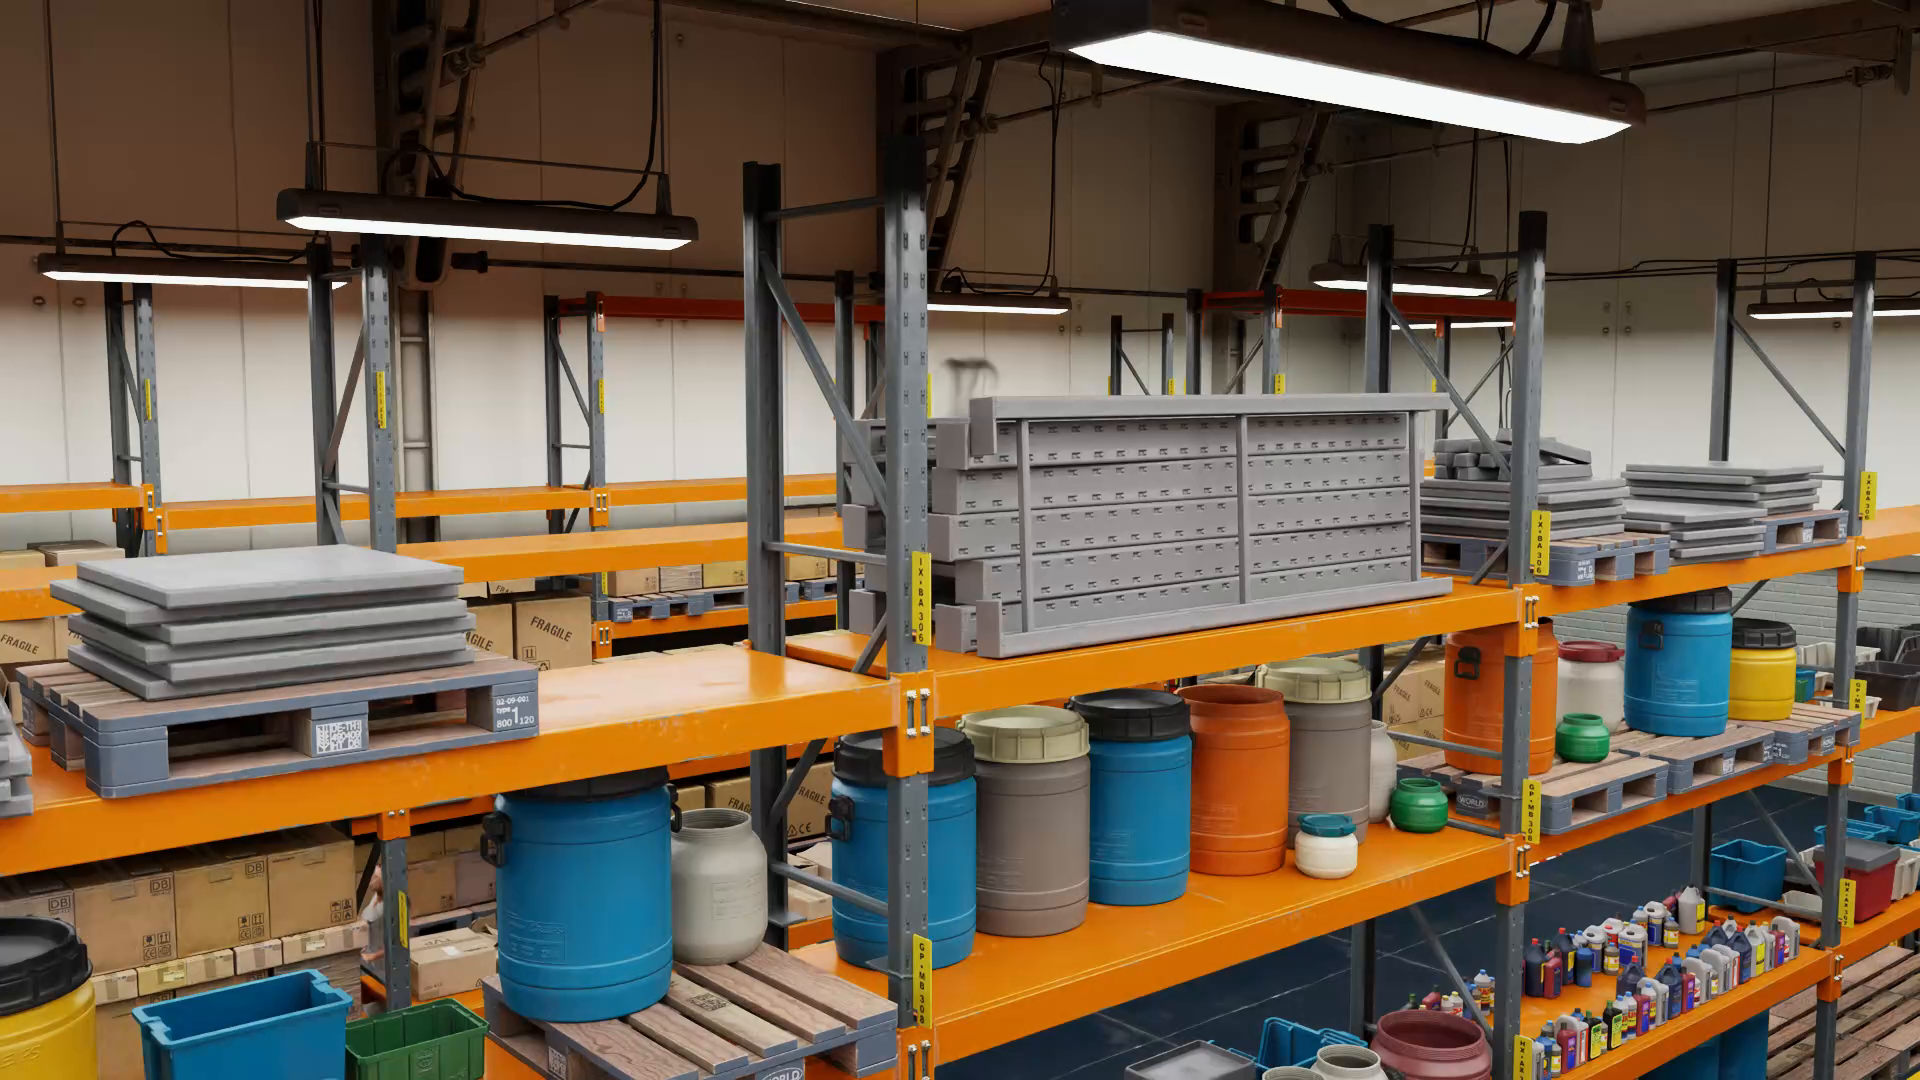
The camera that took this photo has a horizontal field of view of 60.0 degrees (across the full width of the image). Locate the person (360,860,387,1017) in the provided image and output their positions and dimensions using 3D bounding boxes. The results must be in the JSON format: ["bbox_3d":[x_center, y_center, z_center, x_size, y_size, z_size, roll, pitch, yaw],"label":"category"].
[{"bbox_3d":[-4.286,3.173,12.417,0.571,1.622,0.578,-4,7,-39],"label":"person"}]
